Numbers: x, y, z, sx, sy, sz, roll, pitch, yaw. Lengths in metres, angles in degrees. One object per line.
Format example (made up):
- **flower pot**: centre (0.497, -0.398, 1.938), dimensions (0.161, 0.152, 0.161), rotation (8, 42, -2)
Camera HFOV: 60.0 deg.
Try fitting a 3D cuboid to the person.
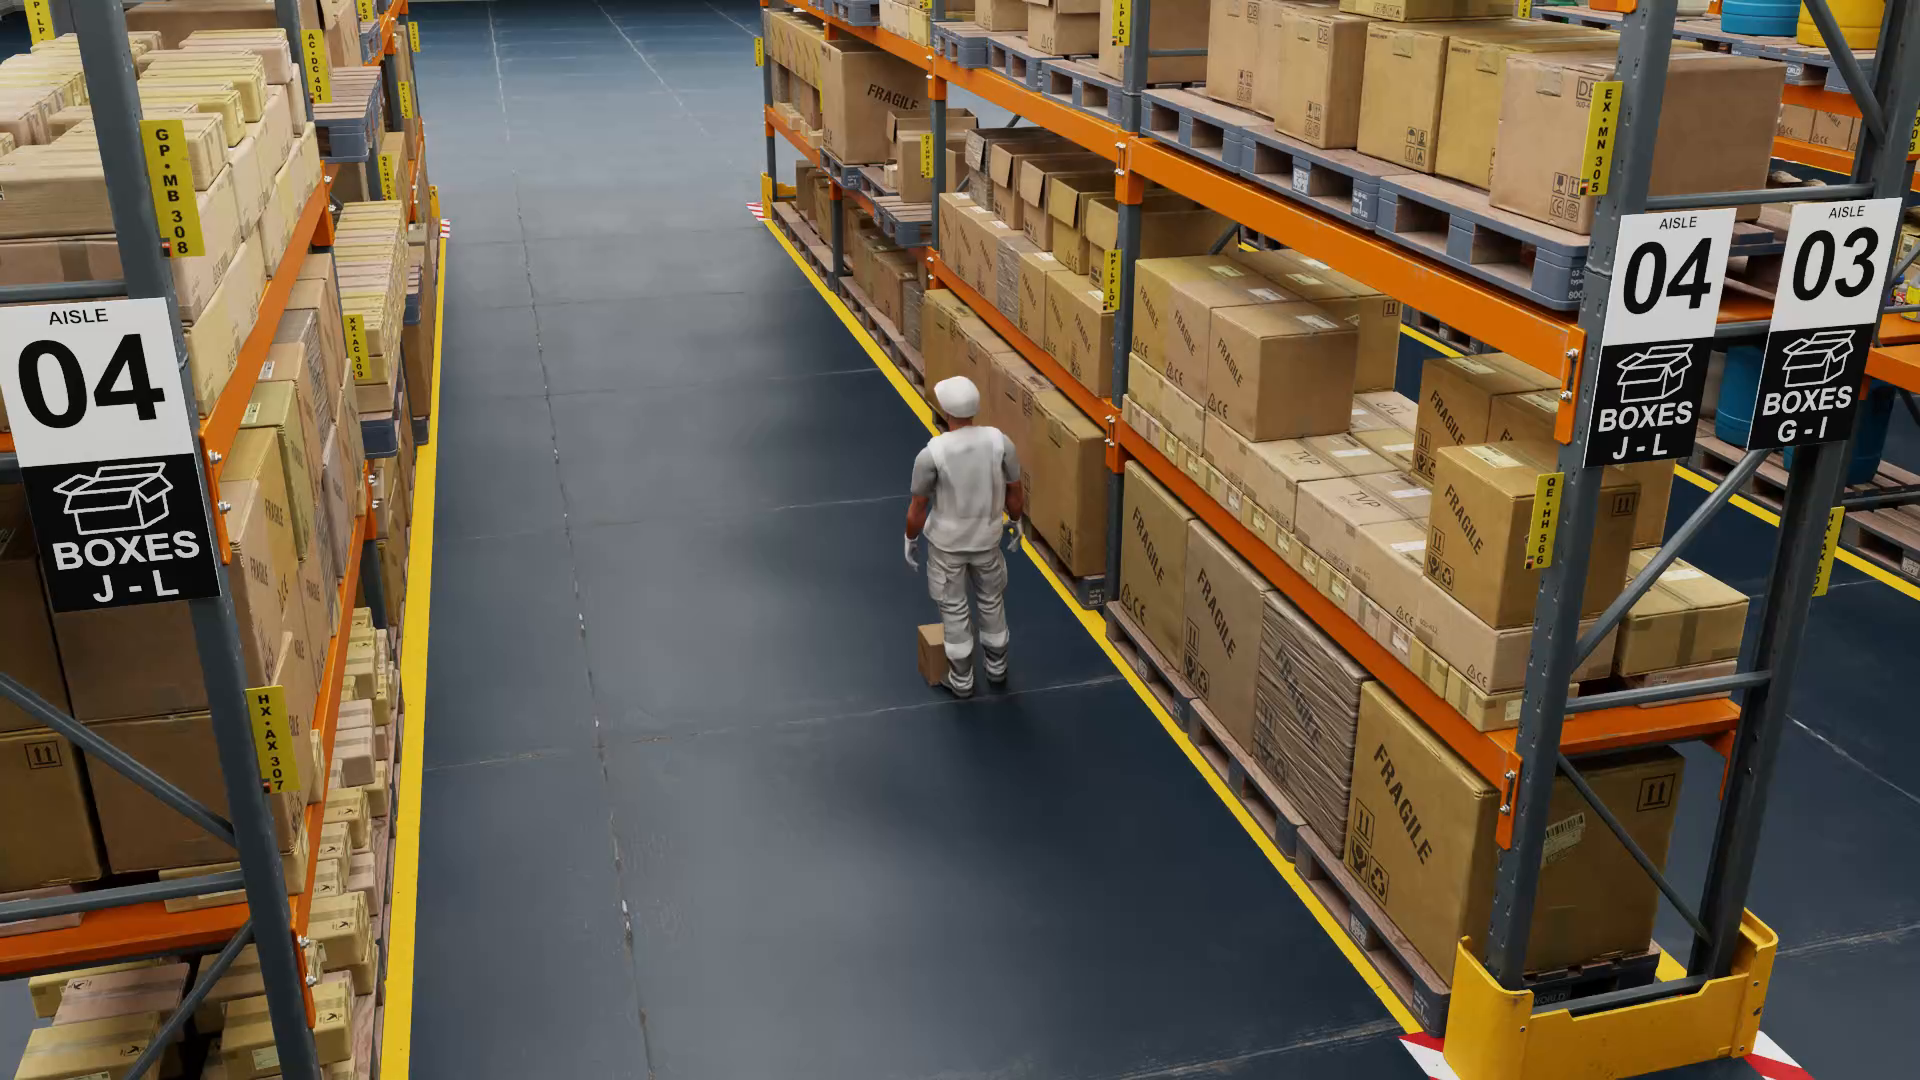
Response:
- **person**: centre (0.008, -0.031, 8.614), dimensions (0.637, 1.787, 0.564), rotation (-6, 23, -14)
